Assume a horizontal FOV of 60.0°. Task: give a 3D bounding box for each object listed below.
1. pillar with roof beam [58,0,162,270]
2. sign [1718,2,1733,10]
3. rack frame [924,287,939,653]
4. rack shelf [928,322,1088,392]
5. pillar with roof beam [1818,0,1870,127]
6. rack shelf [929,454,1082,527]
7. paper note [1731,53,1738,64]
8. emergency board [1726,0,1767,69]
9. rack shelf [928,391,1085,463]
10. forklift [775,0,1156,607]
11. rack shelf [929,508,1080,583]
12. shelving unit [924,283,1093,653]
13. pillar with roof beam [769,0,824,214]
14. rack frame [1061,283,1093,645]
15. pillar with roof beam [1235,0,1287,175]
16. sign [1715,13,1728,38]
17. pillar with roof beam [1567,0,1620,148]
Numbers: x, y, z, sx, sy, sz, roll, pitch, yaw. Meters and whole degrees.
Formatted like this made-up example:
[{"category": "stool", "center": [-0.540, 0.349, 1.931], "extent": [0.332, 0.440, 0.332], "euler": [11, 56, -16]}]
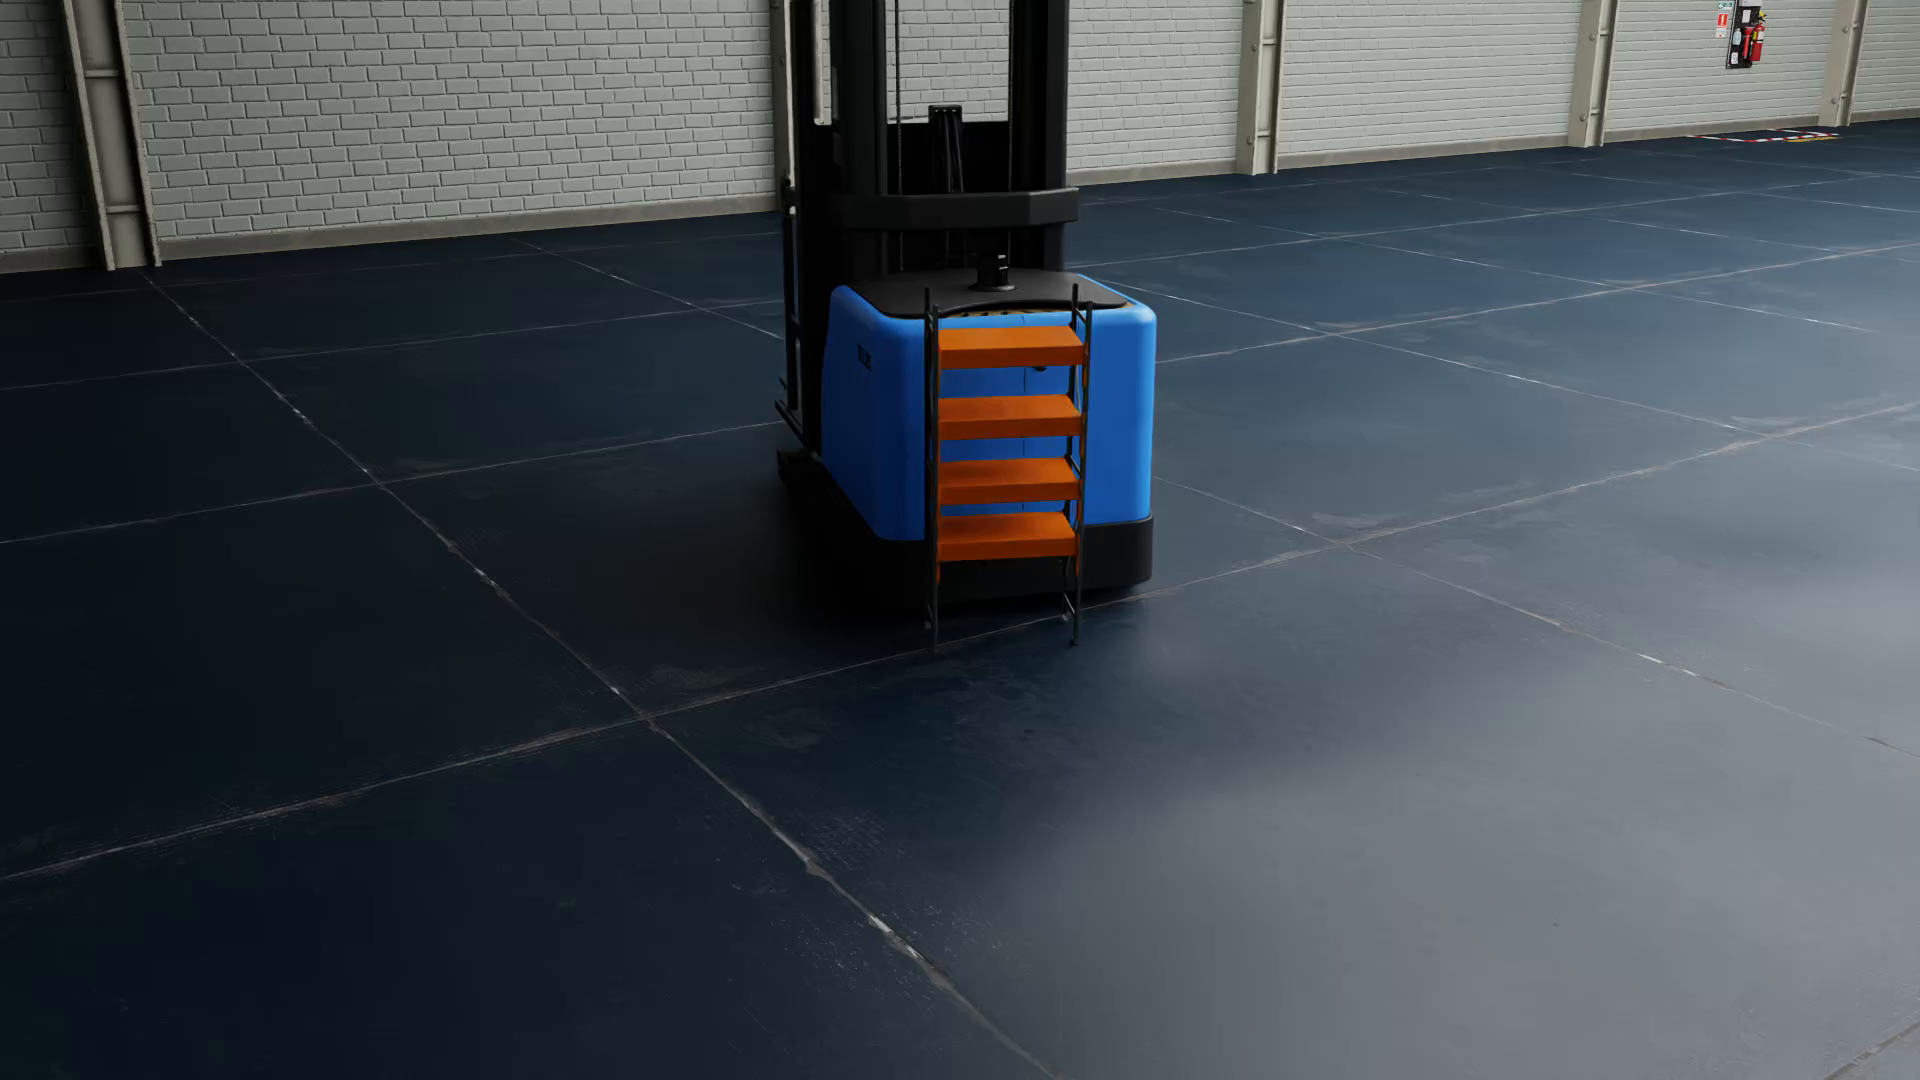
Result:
[{"category": "pillar with roof beam", "center": [-4.198, -5.288, 8.335], "extent": [0.400, 9.000, 9.100], "euler": [-12, 22, -31]}, {"category": "sign", "center": [10.884, -7.596, 23.647], "extent": [0.331, 0.109, 0.001], "euler": [-12, 22, -31]}, {"category": "rack frame", "center": [-0.096, -0.219, 5.493], "extent": [0.015, 1.200, 0.240], "euler": [-3, 23, -8]}, {"category": "rack shelf", "center": [0.149, -0.593, 5.375], "extent": [0.480, 0.148, 0.258], "euler": [-3, 23, -8]}, {"category": "pillar with roof beam", "center": [15.846, -9.515, 20.839], "extent": [0.400, 9.000, 9.100], "euler": [-12, 22, -31]}, {"category": "rack shelf", "center": [0.145, -0.168, 5.551], "extent": [0.480, 0.148, 0.258], "euler": [-3, 23, -8]}, {"category": "paper note", "center": [11.208, -6.970, 24.052], "extent": [0.142, 0.148, 0.016], "euler": [-12, 22, -31]}, {"category": "emergency board", "center": [11.393, -7.400, 23.949], "extent": [0.643, 1.169, 0.194], "euler": [-12, 22, -31]}, {"category": "rack shelf", "center": [0.147, -0.374, 5.466], "extent": [0.480, 0.148, 0.258], "euler": [-3, 23, -8]}, {"category": "forklift", "center": [-0.187, -1.588, 6.865], "extent": [1.130, 2.935, 3.031], "euler": [-5, 19, -15]}, {"category": "rack shelf", "center": [0.143, 0.016, 5.628], "extent": [0.480, 0.148, 0.258], "euler": [-3, 23, -8]}, {"category": "shelving unit", "center": [0.145, -0.230, 5.526], "extent": [0.503, 1.200, 0.258], "euler": [-3, 23, -8]}, {"category": "pillar with roof beam", "center": [0.813, -6.345, 11.461], "extent": [0.400, 9.000, 9.100], "euler": [-12, 22, -31]}, {"category": "rack frame", "center": [0.387, -0.241, 5.559], "extent": [0.015, 1.200, 0.240], "euler": [-3, 23, -8]}, {"category": "pillar with roof beam", "center": [5.824, -7.401, 14.587], "extent": [0.400, 9.000, 9.100], "euler": [-12, 22, -31]}, {"category": "sign", "center": [10.875, -7.347, 23.737], "extent": [0.234, 0.329, 0.001], "euler": [-12, 22, -31]}, {"category": "pillar with roof beam", "center": [10.835, -8.458, 17.713], "extent": [0.400, 9.000, 9.100], "euler": [-12, 22, -31]}]
